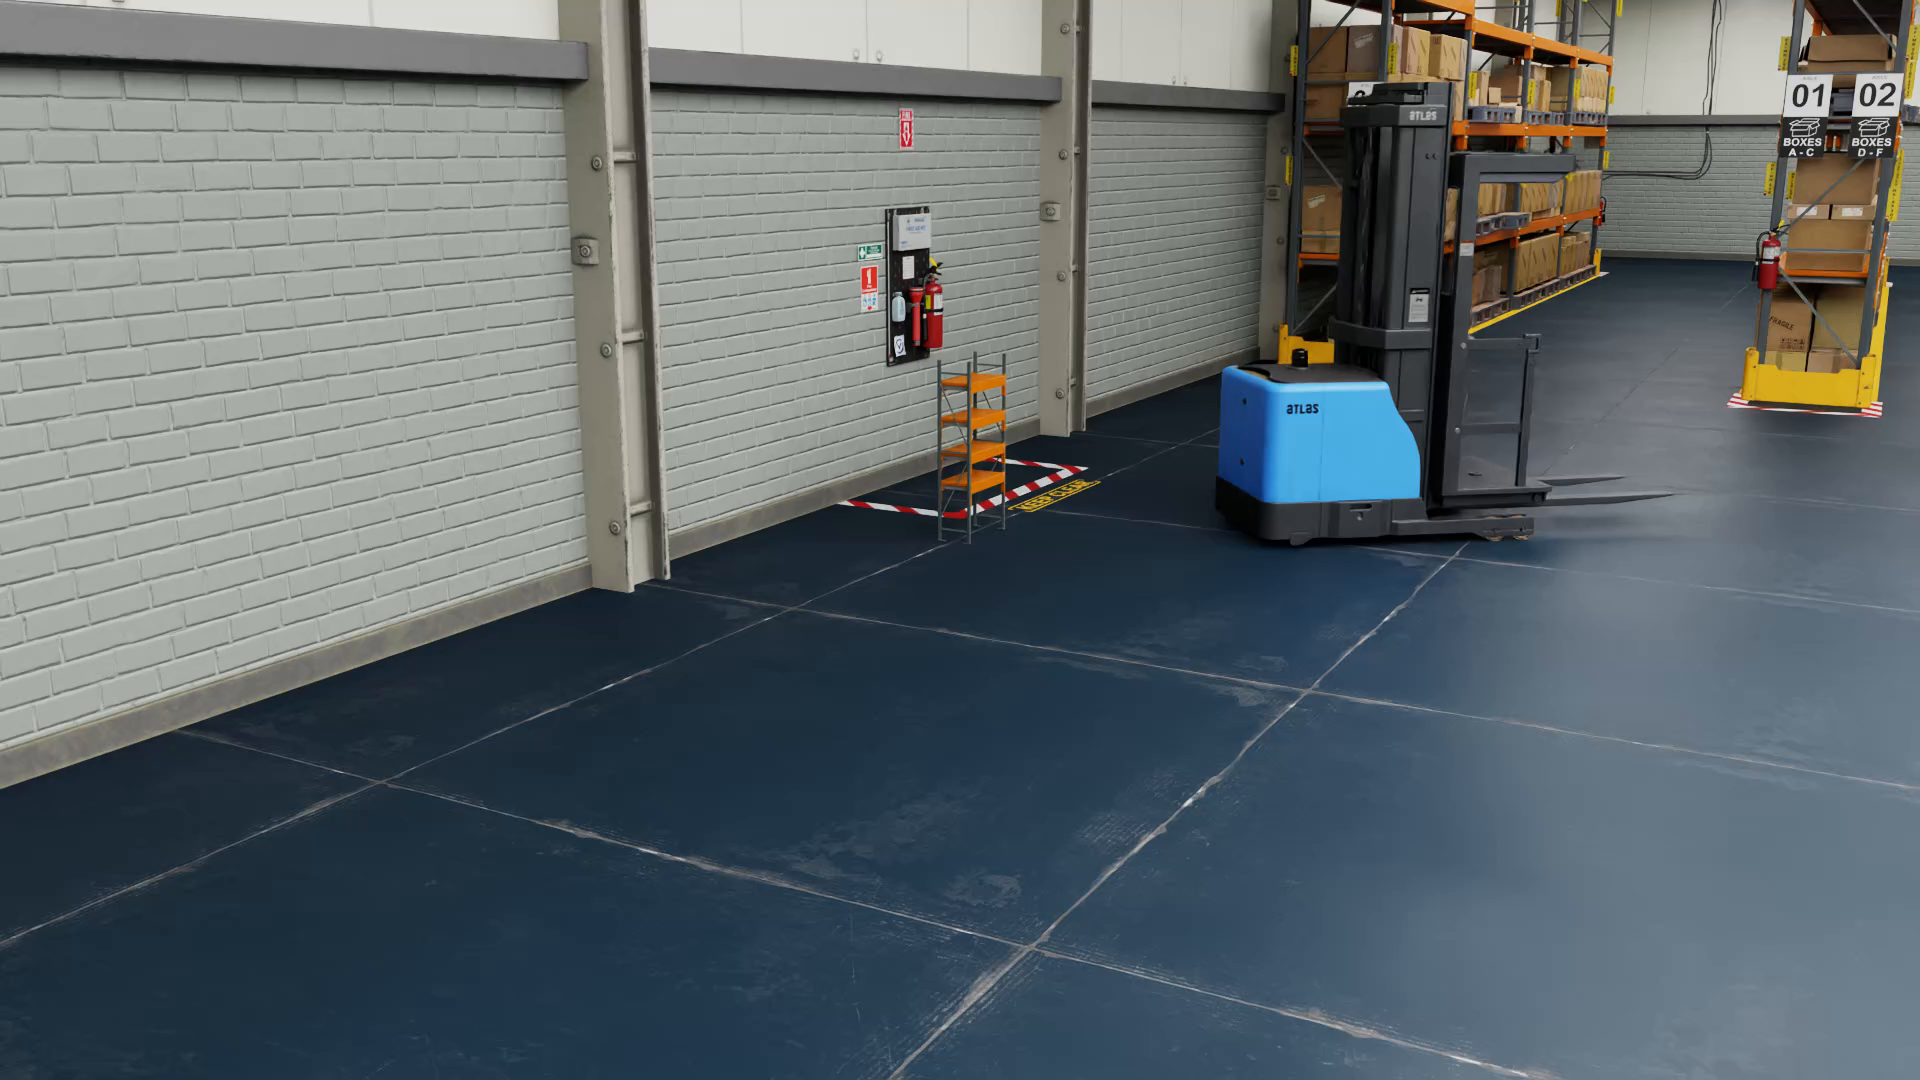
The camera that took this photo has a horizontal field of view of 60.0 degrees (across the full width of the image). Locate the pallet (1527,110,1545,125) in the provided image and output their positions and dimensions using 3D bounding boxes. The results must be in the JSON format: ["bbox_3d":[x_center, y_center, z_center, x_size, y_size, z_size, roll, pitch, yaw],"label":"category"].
[{"bbox_3d":[8.371,-6.572,25.898,1.213,0.211,1.003,8,16,31],"label":"pallet"}]

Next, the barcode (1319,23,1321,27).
[{"bbox_3d":[4.144,-5.913,19.135,0.001,0.075,0.075,7,15,28],"label":"barcode"}]

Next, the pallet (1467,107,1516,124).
[{"bbox_3d":[7.062,-5.942,23.280,1.213,0.211,1.003,7,15,28],"label":"pallet"}]

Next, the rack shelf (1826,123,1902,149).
[{"bbox_3d":[11.477,-5.205,21.360,1.077,0.370,4.000,7,15,28],"label":"rack shelf"}]

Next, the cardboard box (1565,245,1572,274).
[{"bbox_3d":[10.737,-5.122,30.316,0.700,0.500,0.500,7,15,27],"label":"cardboard box"}]

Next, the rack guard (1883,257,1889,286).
[{"bbox_3d":[16.275,-4.918,30.366,1.175,0.500,0.348,7,15,28],"label":"rack guard"}]

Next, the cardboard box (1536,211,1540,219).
[{"bbox_3d":[9.333,-5.366,27.384,0.380,0.149,0.250,8,16,30],"label":"cardboard box"}]

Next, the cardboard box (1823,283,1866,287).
[{"bbox_3d":[10.226,-2.698,19.193,0.500,0.500,0.500,7,15,28],"label":"cardboard box"}]

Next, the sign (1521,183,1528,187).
[{"bbox_3d":[8.585,-5.533,25.281,0.100,0.325,0.005,7,15,28],"label":"sign"}]

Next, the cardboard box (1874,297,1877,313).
[{"bbox_3d":[10.928,-2.883,20.367,0.500,0.311,0.500,7,15,28],"label":"cardboard box"}]

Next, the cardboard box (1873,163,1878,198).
[{"bbox_3d":[9.574,-3.965,18.100,0.700,0.500,0.500,7,15,28],"label":"cardboard box"}]

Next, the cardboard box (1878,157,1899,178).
[{"bbox_3d":[14.852,-5.927,26.873,0.500,0.500,0.500,8,16,29],"label":"cardboard box"}]

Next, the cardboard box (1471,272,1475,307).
[{"bbox_3d":[7.001,-3.611,24.004,0.700,0.500,0.500,8,15,29],"label":"cardboard box"}]

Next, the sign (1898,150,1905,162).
[{"bbox_3d":[16.788,-6.798,29.687,0.100,0.325,0.005,7,15,28],"label":"sign"}]

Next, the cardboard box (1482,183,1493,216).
[{"bbox_3d":[7.305,-4.975,24.116,0.700,0.500,0.500,7,15,28],"label":"cardboard box"}]

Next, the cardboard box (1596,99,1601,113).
[{"bbox_3d":[11.601,-8.060,30.876,0.500,0.250,0.500,7,15,26],"label":"cardboard box"}]

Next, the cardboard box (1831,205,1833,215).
[{"bbox_3d":[8.967,-3.488,17.503,0.380,0.149,0.250,8,16,29],"label":"cardboard box"}]

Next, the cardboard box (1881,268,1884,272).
[{"bbox_3d":[13.409,-3.777,24.697,0.500,0.500,0.500,7,15,27],"label":"cardboard box"}]

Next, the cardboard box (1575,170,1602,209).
[{"bbox_3d":[11.735,-6.749,31.989,0.980,0.700,0.700,8,16,31],"label":"cardboard box"}]

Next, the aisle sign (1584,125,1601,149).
[{"bbox_3d":[12.271,-7.954,32.078,0.394,0.787,0.004,7,15,28],"label":"aisle sign"}]

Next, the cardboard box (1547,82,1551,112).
[{"bbox_3d":[9.518,-7.441,27.946,0.700,0.500,0.500,6,15,25],"label":"cardboard box"}]

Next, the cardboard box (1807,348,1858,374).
[{"bbox_3d":[9.031,-1.818,17.146,0.500,0.250,0.500,7,15,28],"label":"cardboard box"}]

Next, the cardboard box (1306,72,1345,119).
[{"bbox_3d":[4.219,-5.057,18.955,0.500,0.500,0.500,9,16,32],"label":"cardboard box"}]

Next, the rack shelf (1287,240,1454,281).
[{"bbox_3d":[5.205,-3.487,20.633,1.077,0.370,4.000,7,15,28],"label":"rack shelf"}]

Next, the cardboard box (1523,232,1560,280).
[{"bbox_3d":[9.839,-4.899,28.647,0.750,0.750,0.750,8,15,29],"label":"cardboard box"}]

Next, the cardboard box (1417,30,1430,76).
[{"bbox_3d":[5.162,-5.684,19.422,0.500,0.500,0.500,8,16,30],"label":"cardboard box"}]

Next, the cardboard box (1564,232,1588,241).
[{"bbox_3d":[11.697,-5.759,31.575,0.380,0.149,0.250,8,16,30],"label":"cardboard box"}]

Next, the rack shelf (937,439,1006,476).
[{"bbox_3d":[0.080,-0.552,11.050,0.258,0.148,0.480,7,15,28],"label":"rack shelf"}]

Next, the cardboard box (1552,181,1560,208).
[{"bbox_3d":[9.799,-5.862,28.059,0.500,0.500,0.500,8,15,28],"label":"cardboard box"}]

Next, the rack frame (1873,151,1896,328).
[{"bbox_3d":[12.444,-4.507,23.329,1.000,3.000,0.127,7,15,28],"label":"rack frame"}]

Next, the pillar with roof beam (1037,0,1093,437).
[{"bbox_3d":[4.688,-4.866,12.016,9.100,9.000,0.400,7,15,28],"label":"pillar with roof beam"}]

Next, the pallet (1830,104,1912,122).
[{"bbox_3d":[11.656,-5.495,21.427,1.003,0.211,1.213,8,16,31],"label":"pallet"}]

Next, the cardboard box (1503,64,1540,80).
[{"bbox_3d":[9.246,-7.693,27.392,0.500,0.250,0.500,7,15,26],"label":"cardboard box"}]

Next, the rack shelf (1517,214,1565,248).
[{"bbox_3d":[9.073,-5.128,27.441,1.077,0.370,4.000,7,15,28],"label":"rack shelf"}]

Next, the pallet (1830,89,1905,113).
[{"bbox_3d":[8.941,-4.423,16.770,1.003,0.211,1.213,7,15,28],"label":"pallet"}]

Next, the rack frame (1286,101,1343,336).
[{"bbox_3d":[4.238,-3.426,18.846,1.000,3.000,0.127,7,15,28],"label":"rack frame"}]

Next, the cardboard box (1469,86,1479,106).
[{"bbox_3d":[6.804,-6.096,22.812,0.500,0.311,0.500,8,16,30],"label":"cardboard box"}]

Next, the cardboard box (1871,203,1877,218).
[{"bbox_3d":[9.202,-3.392,17.104,0.380,0.149,0.250,7,15,28],"label":"cardboard box"}]

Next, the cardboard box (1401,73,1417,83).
[{"bbox_3d":[4.910,-5.089,19.088,0.500,0.500,0.500,9,16,32],"label":"cardboard box"}]

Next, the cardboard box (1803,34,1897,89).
[{"bbox_3d":[8.858,-4.764,16.579,0.797,0.503,0.637,9,16,32],"label":"cardboard box"}]

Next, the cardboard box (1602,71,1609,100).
[{"bbox_3d":[11.858,-8.531,31.228,0.500,0.500,0.500,7,15,28],"label":"cardboard box"}]

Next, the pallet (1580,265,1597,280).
[{"bbox_3d":[11.655,-5.181,32.072,1.003,0.211,1.213,7,15,28],"label":"pallet"}]

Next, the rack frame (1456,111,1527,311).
[{"bbox_3d":[8.106,-5.068,25.654,1.000,3.000,0.127,7,15,28],"label":"rack frame"}]

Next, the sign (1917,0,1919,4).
[{"bbox_3d":[16.787,-9.529,29.028,0.100,0.325,0.005,7,15,28],"label":"sign"}]

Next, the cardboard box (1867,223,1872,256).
[{"bbox_3d":[10.052,-3.535,19.081,0.700,0.500,0.500,7,15,27],"label":"cardboard box"}]

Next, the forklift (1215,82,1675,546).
[{"bbox_3d":[3.349,-1.535,11.148,3.031,2.935,1.130,-2,14,-10],"label":"forklift"}]

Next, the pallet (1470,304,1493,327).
[{"bbox_3d":[7.136,-3.303,24.283,1.003,0.211,1.213,7,15,28],"label":"pallet"}]

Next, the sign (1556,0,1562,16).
[{"bbox_3d":[11.490,-10.221,31.897,0.100,0.325,0.005,7,15,28],"label":"sign"}]

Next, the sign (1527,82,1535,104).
[{"bbox_3d":[8.580,-6.715,24.985,0.100,0.325,0.005,7,15,28],"label":"sign"}]

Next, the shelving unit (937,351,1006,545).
[{"bbox_3d":[0.080,-0.617,11.034,0.258,1.200,0.503,7,15,28],"label":"shelving unit"}]
